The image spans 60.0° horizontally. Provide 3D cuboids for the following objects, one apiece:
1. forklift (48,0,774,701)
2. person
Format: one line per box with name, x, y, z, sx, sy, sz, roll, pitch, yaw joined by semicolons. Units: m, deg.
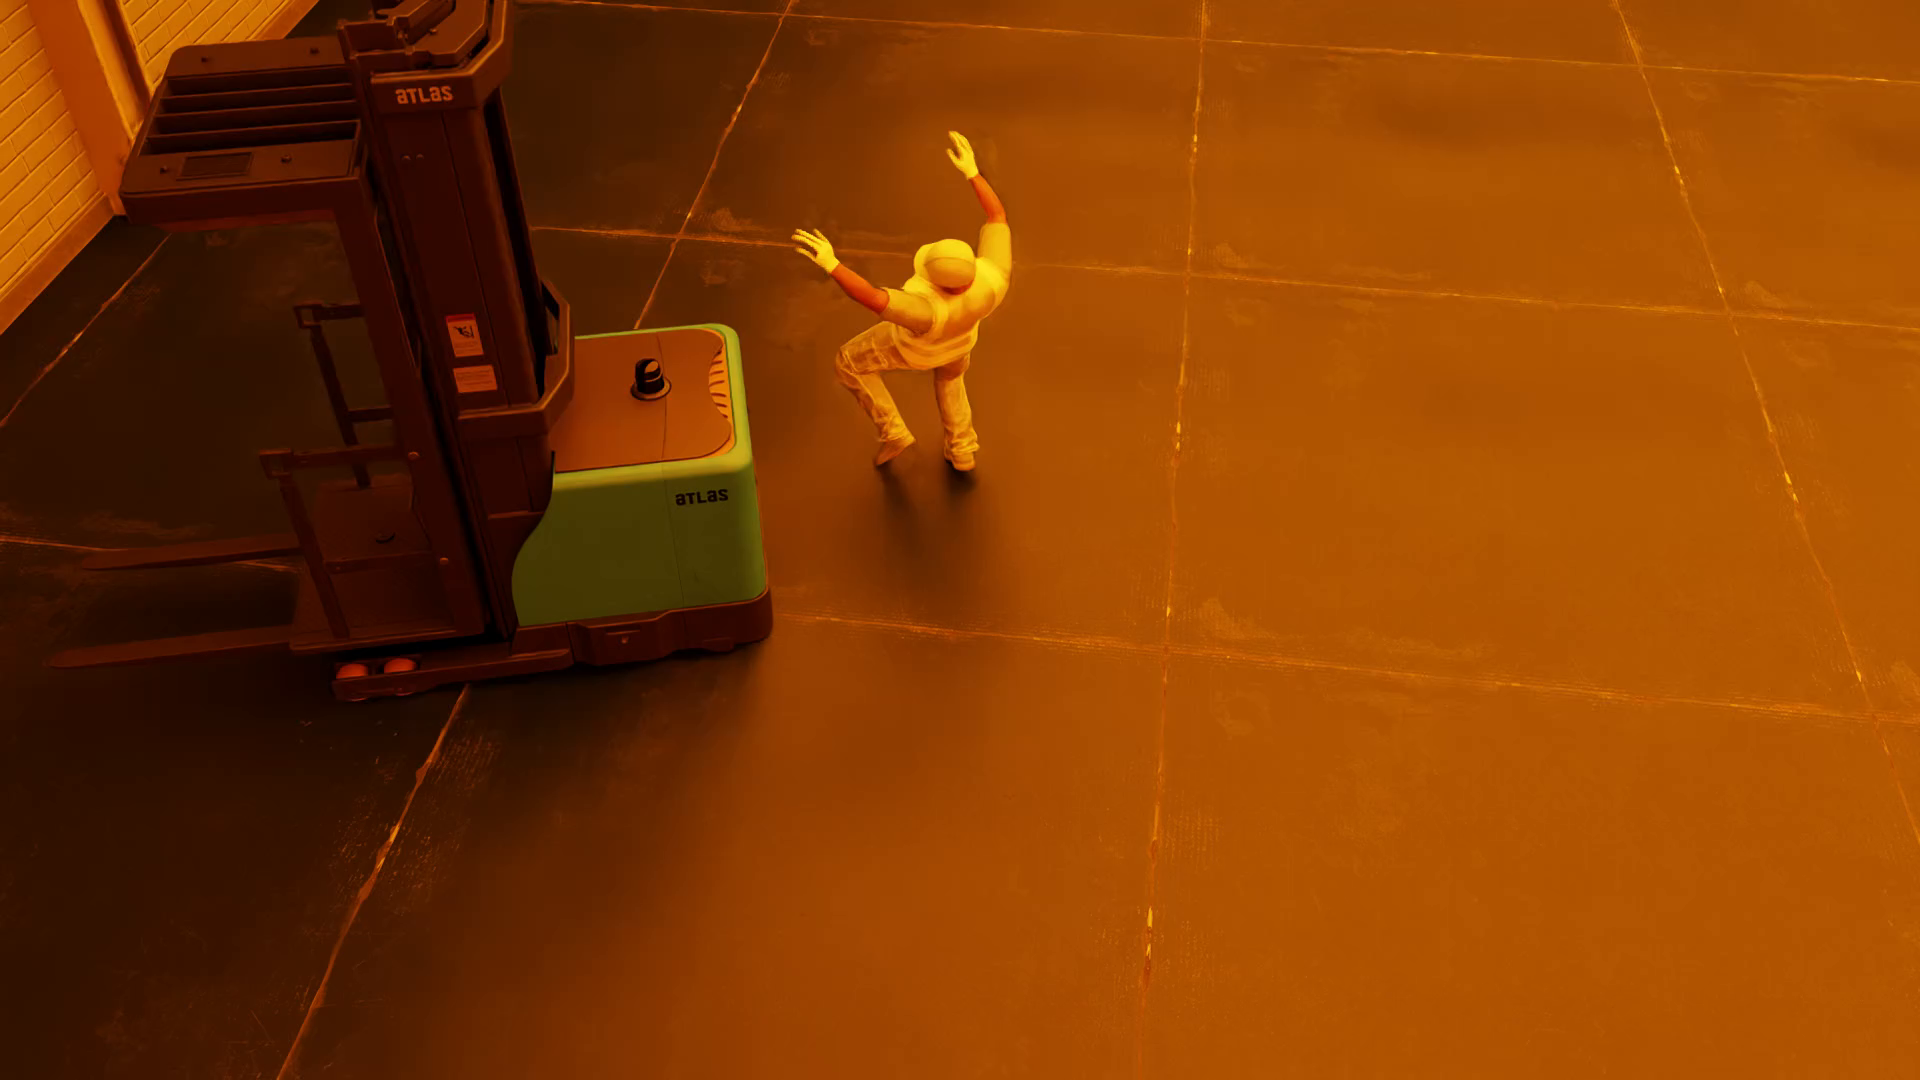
forklift;-2.392;-0.774;6.567;3.031;2.935;1.130;-6;43;-7
person;-0.261;-0.952;7.704;1.078;1.688;0.796;-21;47;-21
